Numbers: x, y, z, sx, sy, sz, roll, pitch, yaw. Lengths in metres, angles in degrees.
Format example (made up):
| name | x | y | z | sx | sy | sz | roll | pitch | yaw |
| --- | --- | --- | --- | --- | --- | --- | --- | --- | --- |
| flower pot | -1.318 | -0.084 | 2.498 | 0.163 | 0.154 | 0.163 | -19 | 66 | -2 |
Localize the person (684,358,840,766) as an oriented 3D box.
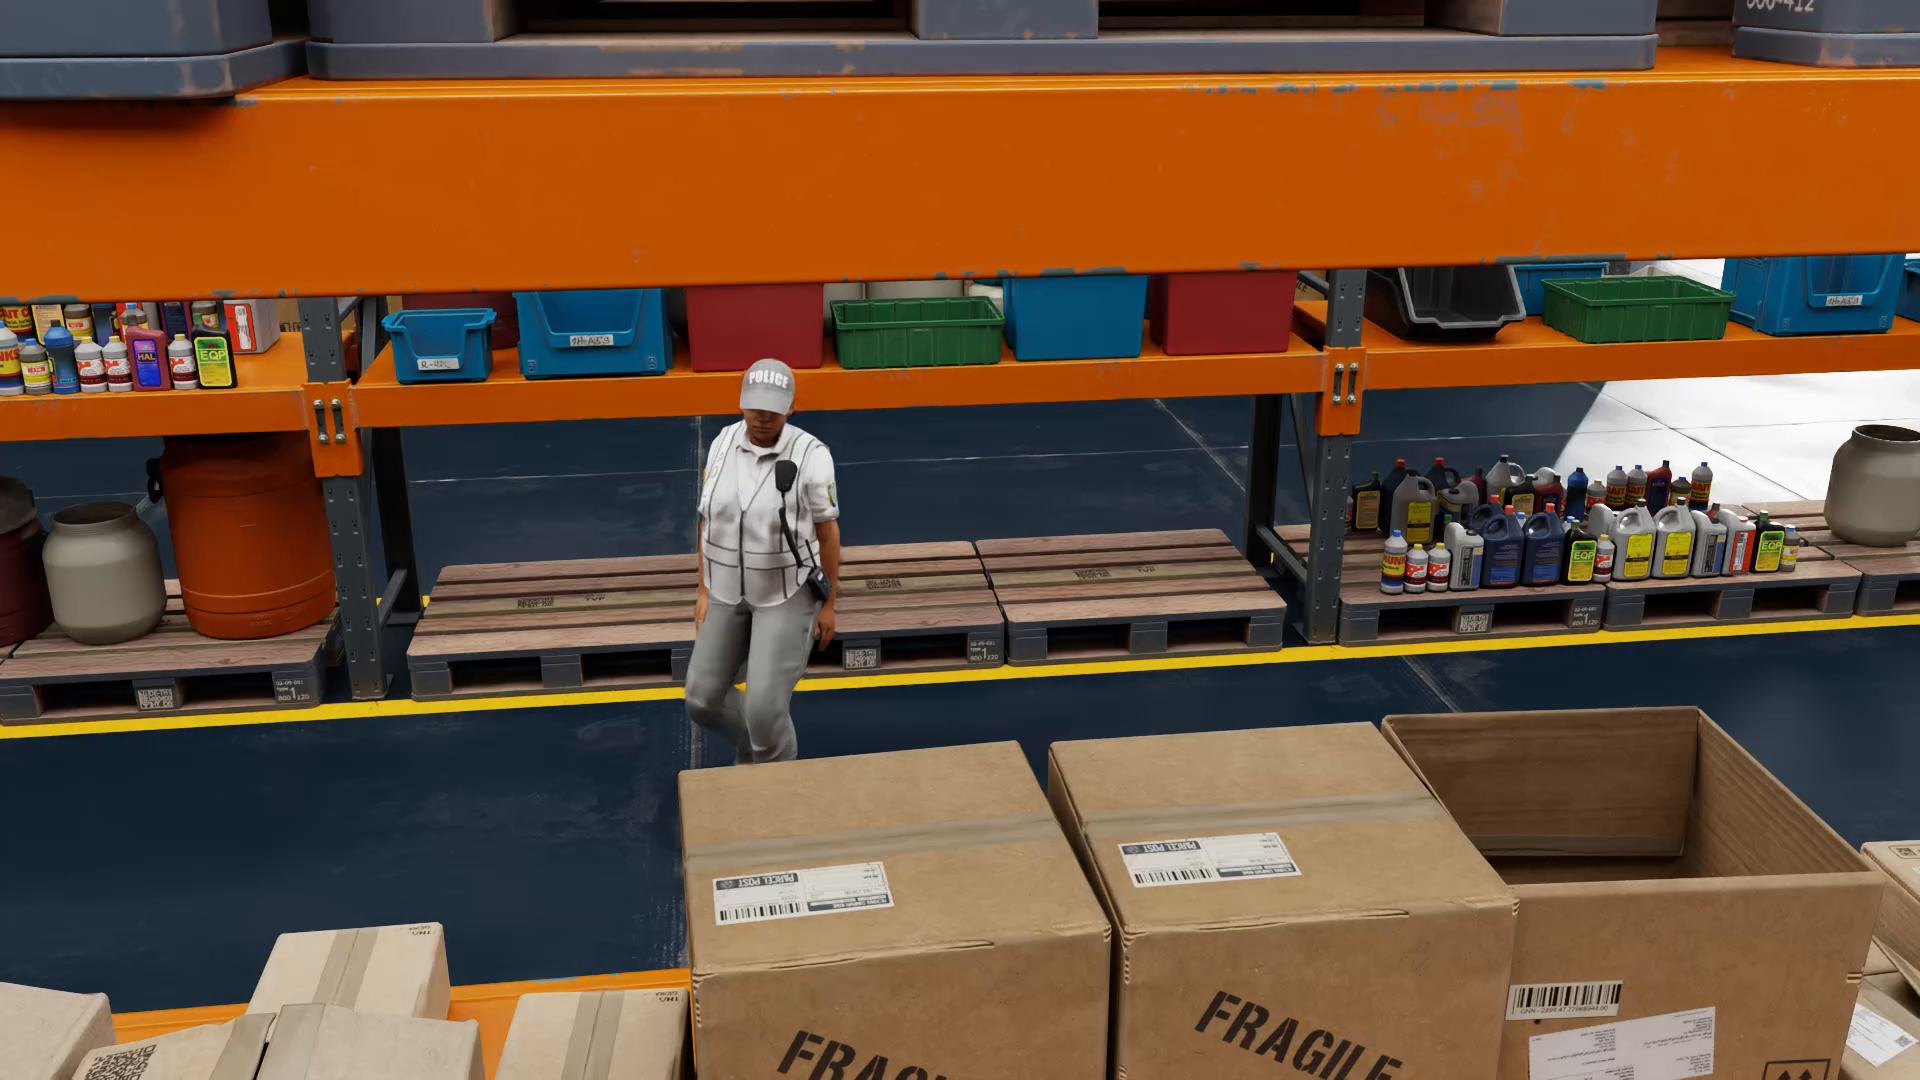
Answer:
| name | x | y | z | sx | sy | sz | roll | pitch | yaw |
| --- | --- | --- | --- | --- | --- | --- | --- | --- | --- |
| person | -0.665 | 0.201 | 5.594 | 0.486 | 1.641 | 0.540 | 6 | 21 | 17 |
